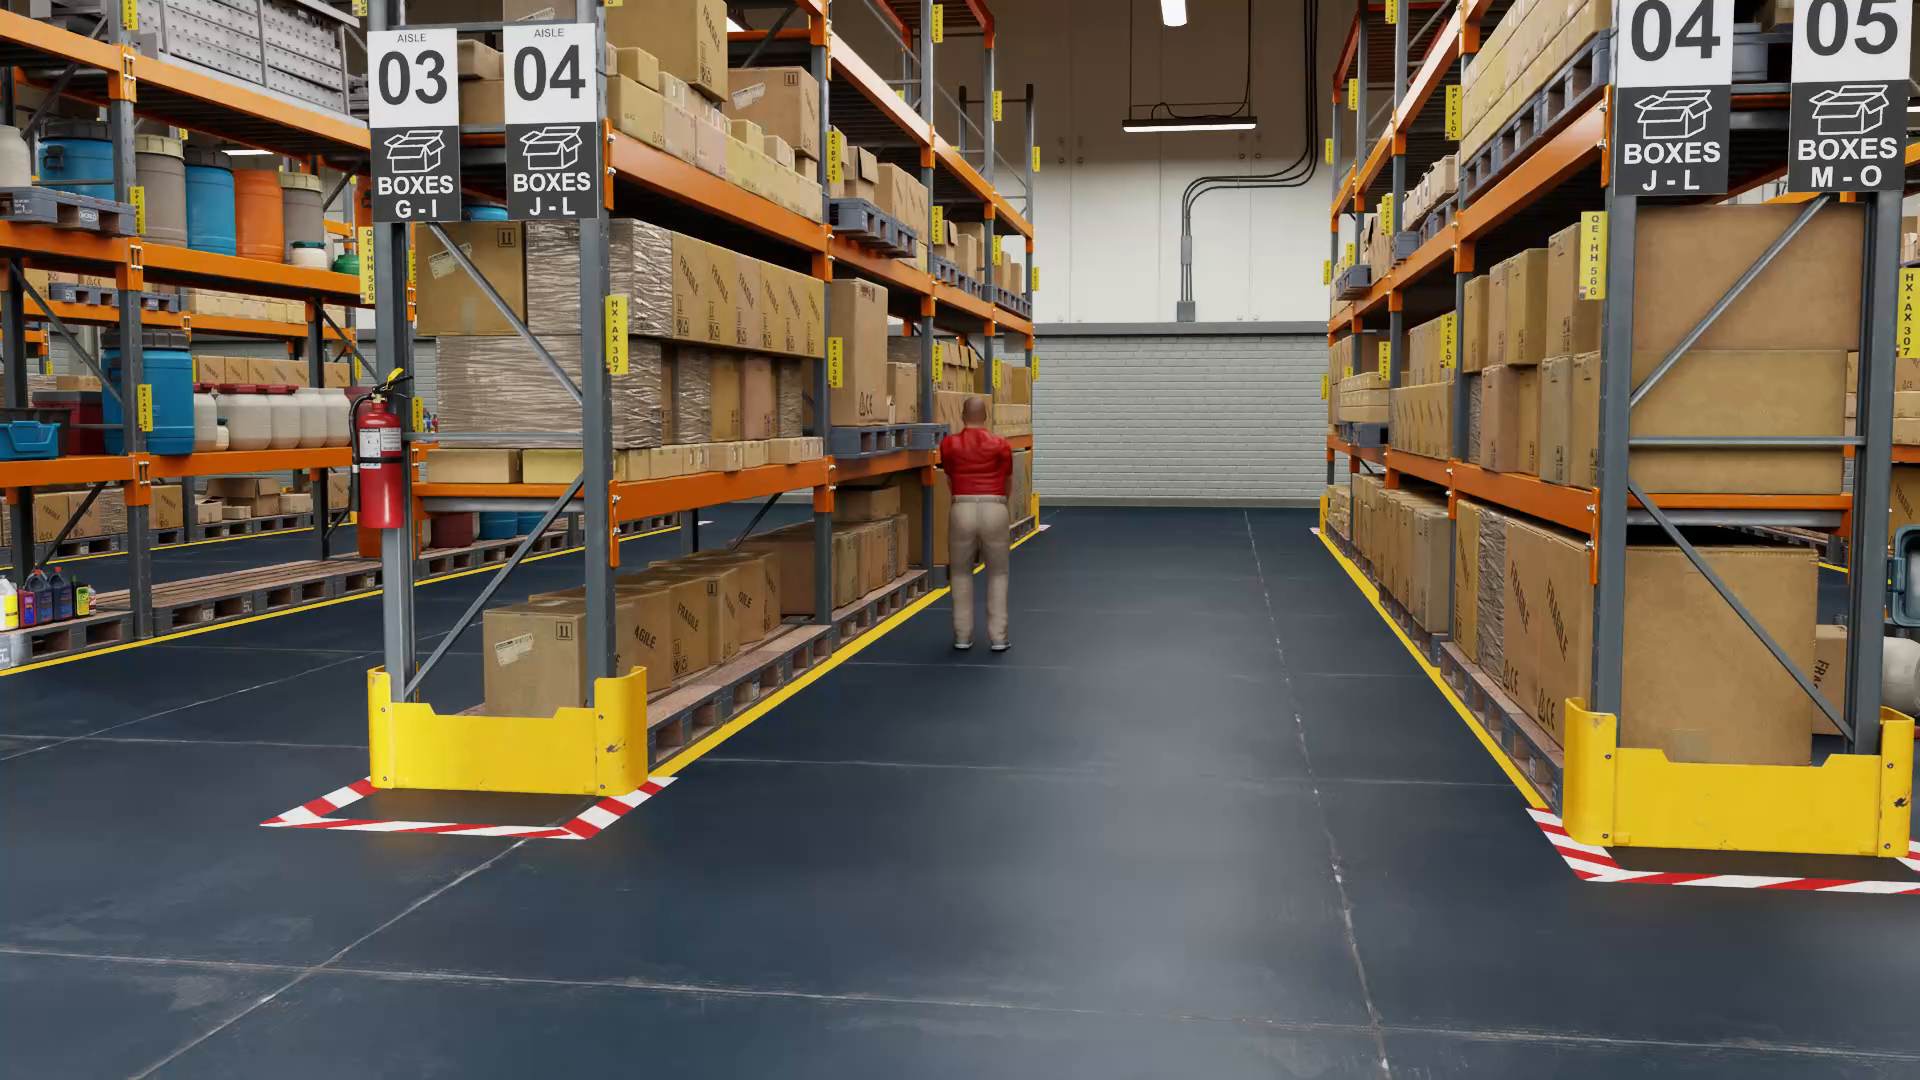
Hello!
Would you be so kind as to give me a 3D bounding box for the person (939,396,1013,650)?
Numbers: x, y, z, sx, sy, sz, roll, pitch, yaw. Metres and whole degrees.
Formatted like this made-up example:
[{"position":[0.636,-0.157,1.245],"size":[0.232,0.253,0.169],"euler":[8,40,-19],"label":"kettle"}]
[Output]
[{"position":[0.123,-0.119,11.362],"size":[0.494,1.716,0.537],"euler":[0,4,6],"label":"person"}]
